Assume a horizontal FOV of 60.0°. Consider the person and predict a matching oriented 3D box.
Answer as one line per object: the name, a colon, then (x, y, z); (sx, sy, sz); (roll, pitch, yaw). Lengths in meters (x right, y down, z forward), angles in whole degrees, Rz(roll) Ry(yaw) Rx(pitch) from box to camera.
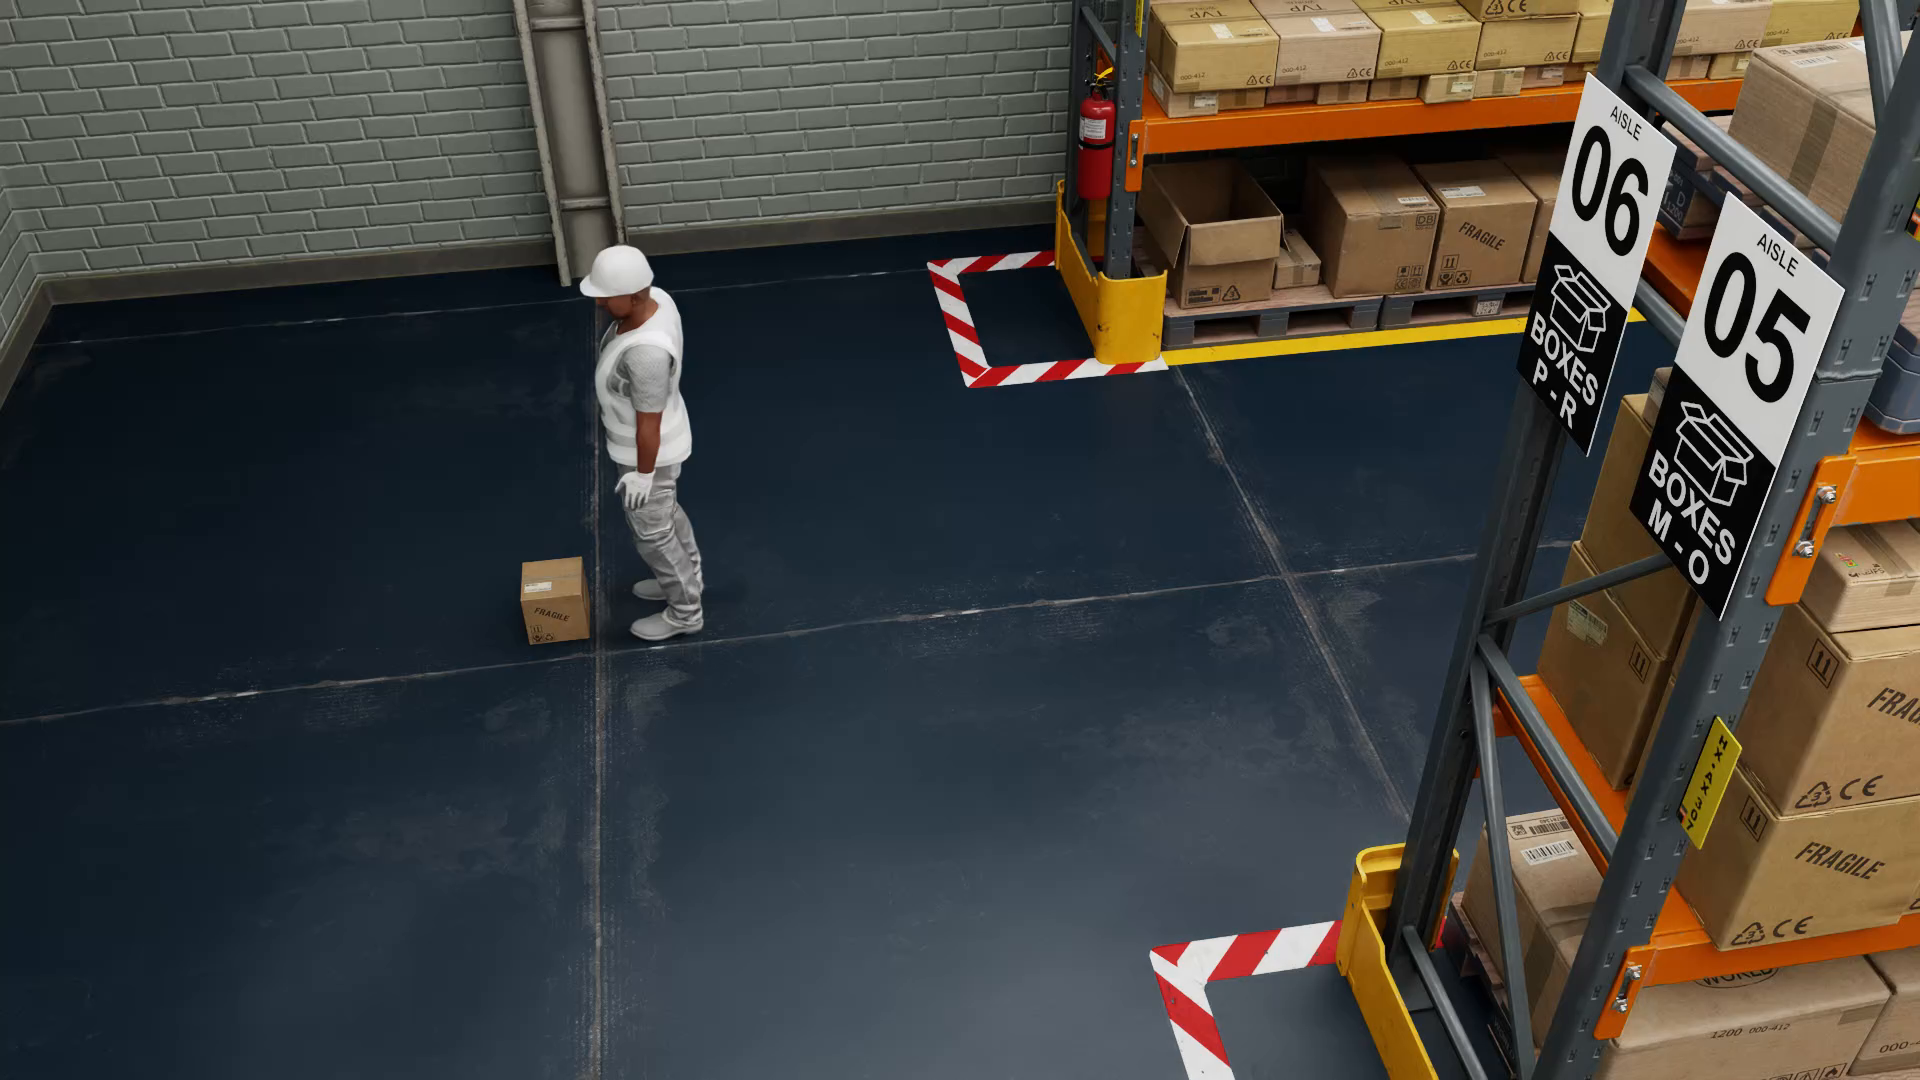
person: (-1.235, -0.375, 6.619); (0.360, 1.779, 0.548); (-6, 39, -7)
